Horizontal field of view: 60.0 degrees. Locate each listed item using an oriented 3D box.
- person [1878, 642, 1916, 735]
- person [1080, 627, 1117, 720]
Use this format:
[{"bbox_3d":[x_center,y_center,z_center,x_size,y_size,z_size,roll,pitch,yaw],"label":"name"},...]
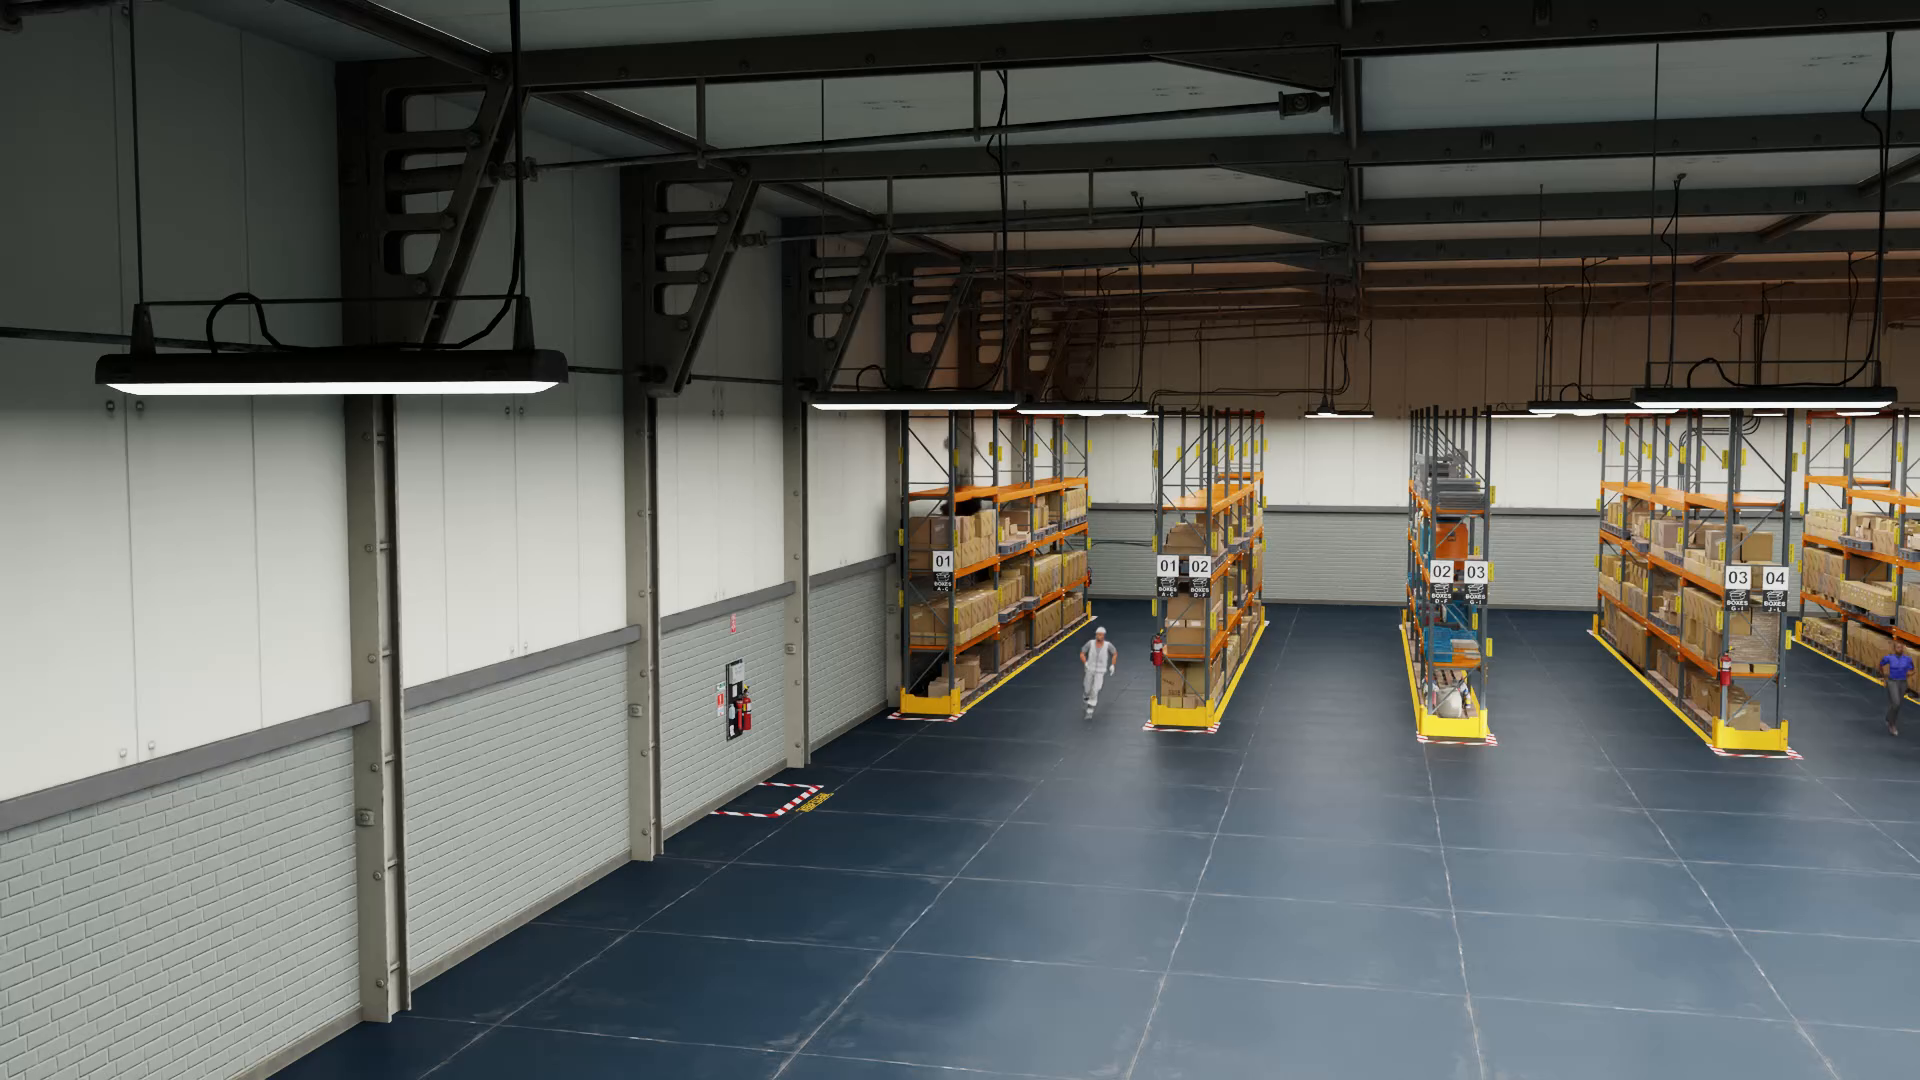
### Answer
[{"bbox_3d":[17.219,2.714,30.555,0.552,1.717,0.728,0,4,6],"label":"person"},{"bbox_3d":[2.681,2.550,32.204,0.718,1.765,0.788,0,4,5],"label":"person"}]
